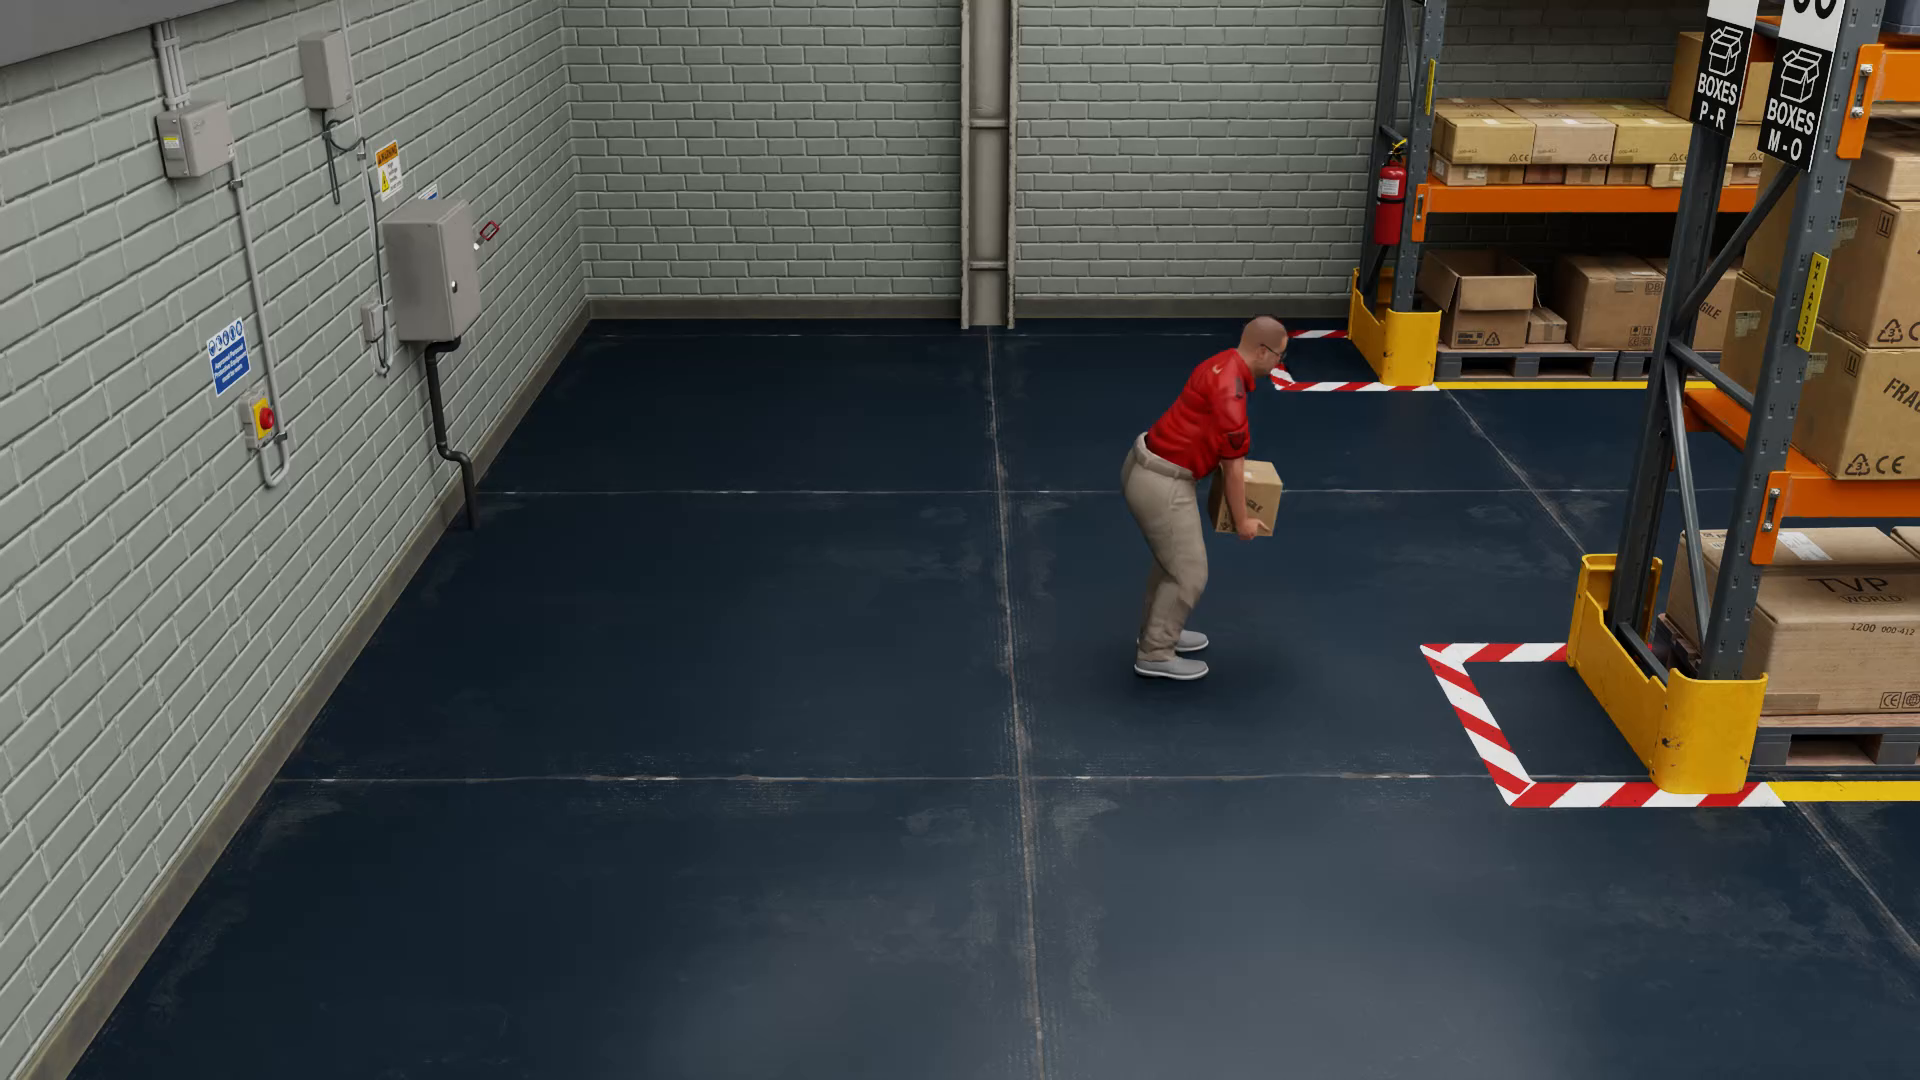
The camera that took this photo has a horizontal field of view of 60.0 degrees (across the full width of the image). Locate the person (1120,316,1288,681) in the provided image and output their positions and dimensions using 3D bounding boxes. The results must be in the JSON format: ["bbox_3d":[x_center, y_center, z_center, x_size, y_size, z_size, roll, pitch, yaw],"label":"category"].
[{"bbox_3d":[1.037,-0.190,7.224,0.675,1.595,0.487,-1,24,-2],"label":"person"}]
